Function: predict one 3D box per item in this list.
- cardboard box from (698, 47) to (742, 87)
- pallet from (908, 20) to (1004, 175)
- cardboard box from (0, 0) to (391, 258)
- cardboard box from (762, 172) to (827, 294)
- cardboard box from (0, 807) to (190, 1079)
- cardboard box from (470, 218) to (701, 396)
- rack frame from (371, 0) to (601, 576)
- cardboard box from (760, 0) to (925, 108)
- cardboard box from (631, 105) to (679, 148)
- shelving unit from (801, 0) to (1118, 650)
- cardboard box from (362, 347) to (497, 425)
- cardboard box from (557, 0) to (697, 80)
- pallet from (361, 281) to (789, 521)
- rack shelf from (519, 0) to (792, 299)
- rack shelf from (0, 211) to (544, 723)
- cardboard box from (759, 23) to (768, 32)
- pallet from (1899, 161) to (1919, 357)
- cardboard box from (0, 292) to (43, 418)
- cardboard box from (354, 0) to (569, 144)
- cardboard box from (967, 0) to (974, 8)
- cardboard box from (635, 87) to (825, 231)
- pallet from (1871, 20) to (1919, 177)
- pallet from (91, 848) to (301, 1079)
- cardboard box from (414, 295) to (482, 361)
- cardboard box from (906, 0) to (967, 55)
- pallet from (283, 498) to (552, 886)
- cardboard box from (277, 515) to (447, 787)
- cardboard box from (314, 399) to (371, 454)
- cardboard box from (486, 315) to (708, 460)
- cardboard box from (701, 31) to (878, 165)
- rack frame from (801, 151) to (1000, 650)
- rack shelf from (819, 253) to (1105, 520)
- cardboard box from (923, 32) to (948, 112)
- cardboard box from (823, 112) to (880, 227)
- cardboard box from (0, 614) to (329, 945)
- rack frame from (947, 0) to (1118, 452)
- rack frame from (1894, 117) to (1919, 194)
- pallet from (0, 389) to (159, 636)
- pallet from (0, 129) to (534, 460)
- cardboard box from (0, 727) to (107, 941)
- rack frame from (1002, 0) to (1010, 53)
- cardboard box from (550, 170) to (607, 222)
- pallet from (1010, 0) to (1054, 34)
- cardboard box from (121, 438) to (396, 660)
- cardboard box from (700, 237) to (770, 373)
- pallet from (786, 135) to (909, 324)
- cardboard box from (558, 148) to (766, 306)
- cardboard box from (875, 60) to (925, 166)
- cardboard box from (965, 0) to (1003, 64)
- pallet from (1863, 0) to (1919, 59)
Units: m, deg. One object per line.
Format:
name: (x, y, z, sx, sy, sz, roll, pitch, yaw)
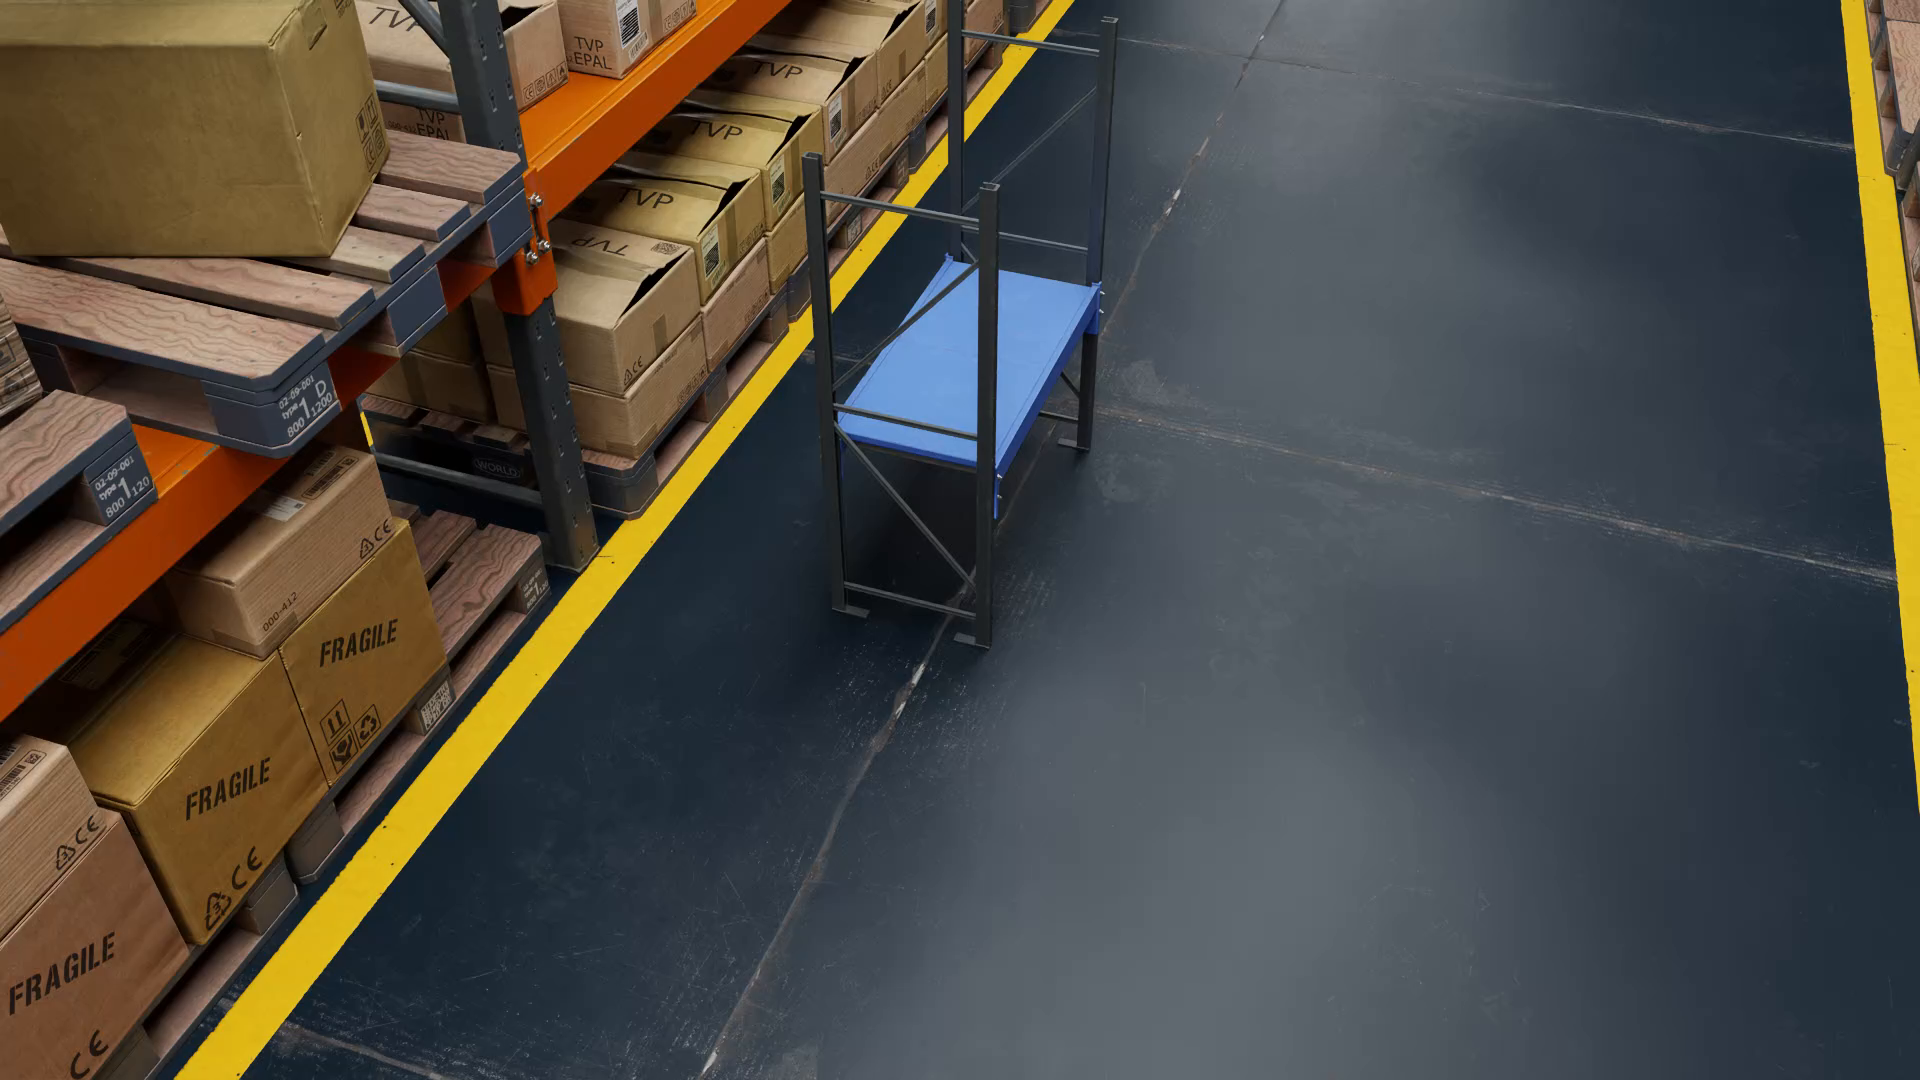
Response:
cardboard box: (-1.149, -1.813, 6.427, 0.500, 0.311, 0.500, 14, 43, 16)
pallet: (-0.464, -2.102, 7.551, 1.003, 0.211, 1.213, 13, 42, 15)
cardboard box: (-1.726, -0.970, 3.675, 0.700, 0.500, 0.500, 0, 40, 0)
cardboard box: (-0.819, -1.174, 6.110, 0.500, 0.250, 0.500, 12, 42, 14)
cardboard box: (-2.067, 0.862, 3.515, 0.500, 0.500, 0.500, 12, 42, 13)
cardboard box: (-1.162, -0.762, 5.195, 0.500, 0.311, 0.500, 15, 43, 17)
rack frame: (-1.617, -1.181, 4.323, 1.000, 3.000, 0.127, 13, 42, 15)
cardboard box: (-0.463, -2.014, 6.663, 0.500, 0.311, 0.500, 13, 42, 15)
cardboard box: (-1.322, -1.508, 6.069, 0.500, 0.311, 0.500, 13, 42, 15)
shelving unit: (0.029, -0.623, 4.824, 0.538, 1.500, 1.048, 13, 42, 15)
cardboard box: (-1.666, -0.670, 5.519, 0.500, 0.250, 0.500, 14, 42, 16)
cardboard box: (-1.129, -1.649, 4.941, 0.500, 0.311, 0.500, 13, 42, 15)
pallet: (-1.299, -0.613, 5.806, 1.003, 0.211, 1.213, 13, 42, 15)
rack shelf: (-0.933, -2.127, 5.986, 1.077, 0.370, 4.000, 13, 42, 15)
rack shelf: (-2.301, 0.313, 3.127, 1.077, 0.370, 4.000, 13, 42, 15)
cardboard box: (-0.977, -2.131, 6.799, 0.500, 0.311, 0.500, 12, 42, 14)
pallet: (4.142, -0.987, 6.245, 1.003, 0.211, 1.213, 13, 42, 15)
cardboard box: (-2.219, -0.454, 3.071, 0.700, 0.500, 0.500, 21, 45, 23)
cardboard box: (-1.452, -1.359, 4.601, 0.500, 0.311, 0.500, 16, 43, 18)
cardboard box: (-0.118, -2.637, 7.393, 0.500, 0.311, 0.500, 13, 42, 15)
cardboard box: (-0.814, -1.395, 5.937, 0.500, 0.311, 0.500, 12, 42, 14)
pallet: (4.604, -1.880, 7.291, 1.003, 0.211, 1.213, 13, 42, 15)
pallet: (-2.327, 1.069, 3.835, 1.003, 0.211, 1.213, 13, 42, 15)
cardboard box: (-1.669, -0.882, 5.336, 0.500, 0.311, 0.500, 14, 43, 16)
cardboard box: (-0.290, -2.318, 7.019, 0.500, 0.311, 0.500, 14, 43, 16)
pallet: (-1.908, 0.327, 4.704, 1.003, 0.211, 1.213, 13, 42, 15)
cardboard box: (-1.716, 0.225, 4.262, 0.500, 0.500, 0.500, 15, 43, 17)
cardboard box: (-2.041, -0.183, 4.740, 0.500, 0.500, 0.500, 15, 43, 17)
cardboard box: (-1.162, -0.549, 5.377, 0.500, 0.250, 0.500, 13, 42, 15)
cardboard box: (-0.638, -1.709, 6.305, 0.500, 0.311, 0.500, 13, 42, 15)
rack frame: (-0.145, -0.313, 4.461, 0.500, 1.500, 0.032, 13, 42, 15)
rack shelf: (0.029, -0.486, 4.941, 0.538, 0.185, 1.000, 13, 42, 15)
cardboard box: (-0.293, -2.109, 7.206, 0.500, 0.250, 0.500, 13, 42, 14)
cardboard box: (-0.643, -1.487, 6.476, 0.500, 0.250, 0.500, 14, 42, 16)
cardboard box: (-1.894, 0.541, 3.892, 0.500, 0.500, 0.500, 12, 42, 14)
rack frame: (0.203, -0.933, 5.188, 0.500, 1.500, 0.032, 13, 42, 15)
rack frame: (4.407, -2.523, 5.897, 1.000, 3.000, 0.127, 13, 42, 15)
pallet: (-2.278, 0.079, 2.994, 1.003, 0.211, 1.213, 13, 42, 15)
pallet: (-1.783, -0.679, 3.882, 1.213, 0.211, 1.003, 13, 42, 15)
cardboard box: (-2.077, 0.600, 3.245, 0.500, 0.250, 0.500, 13, 42, 14)
rack frame: (-0.249, -3.621, 7.183, 1.000, 3.000, 0.127, 13, 42, 15)
cardboard box: (-1.498, -1.200, 5.709, 0.500, 0.311, 0.500, 13, 42, 14)
pallet: (0.062, -3.036, 8.645, 1.003, 0.211, 1.213, 13, 42, 15)
cardboard box: (-1.732, -0.025, 3.977, 0.500, 0.250, 0.500, 15, 43, 17)
cardboard box: (-0.991, -0.856, 5.737, 0.500, 0.250, 0.500, 12, 42, 14)
pallet: (-0.880, -1.355, 6.676, 1.003, 0.211, 1.213, 13, 42, 15)
cardboard box: (-0.990, -1.084, 5.573, 0.500, 0.311, 0.500, 12, 42, 14)
cardboard box: (-0.468, -1.797, 6.840, 0.500, 0.250, 0.500, 14, 42, 16)
cardboard box: (-0.119, -2.417, 7.567, 0.500, 0.250, 0.500, 13, 42, 15)
pallet: (5.019, -2.627, 8.166, 1.003, 0.211, 1.213, 13, 42, 15)
